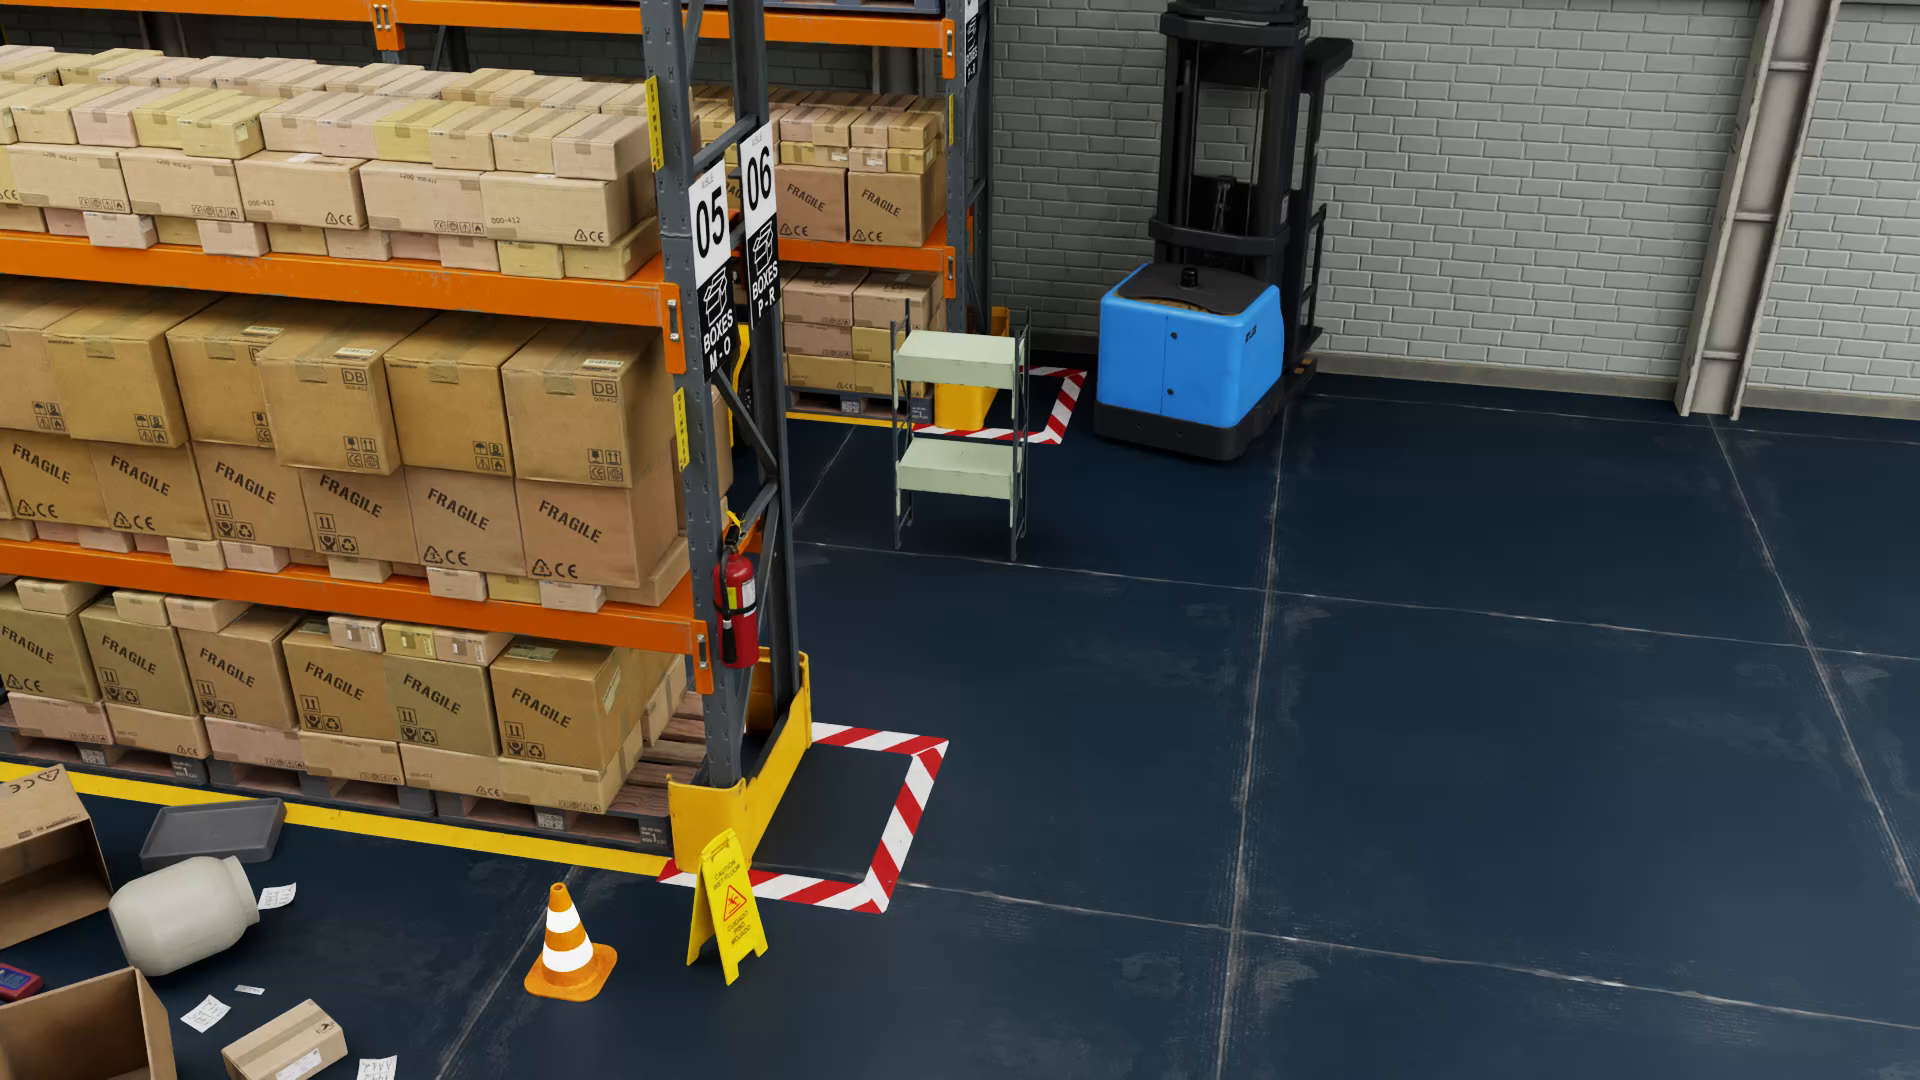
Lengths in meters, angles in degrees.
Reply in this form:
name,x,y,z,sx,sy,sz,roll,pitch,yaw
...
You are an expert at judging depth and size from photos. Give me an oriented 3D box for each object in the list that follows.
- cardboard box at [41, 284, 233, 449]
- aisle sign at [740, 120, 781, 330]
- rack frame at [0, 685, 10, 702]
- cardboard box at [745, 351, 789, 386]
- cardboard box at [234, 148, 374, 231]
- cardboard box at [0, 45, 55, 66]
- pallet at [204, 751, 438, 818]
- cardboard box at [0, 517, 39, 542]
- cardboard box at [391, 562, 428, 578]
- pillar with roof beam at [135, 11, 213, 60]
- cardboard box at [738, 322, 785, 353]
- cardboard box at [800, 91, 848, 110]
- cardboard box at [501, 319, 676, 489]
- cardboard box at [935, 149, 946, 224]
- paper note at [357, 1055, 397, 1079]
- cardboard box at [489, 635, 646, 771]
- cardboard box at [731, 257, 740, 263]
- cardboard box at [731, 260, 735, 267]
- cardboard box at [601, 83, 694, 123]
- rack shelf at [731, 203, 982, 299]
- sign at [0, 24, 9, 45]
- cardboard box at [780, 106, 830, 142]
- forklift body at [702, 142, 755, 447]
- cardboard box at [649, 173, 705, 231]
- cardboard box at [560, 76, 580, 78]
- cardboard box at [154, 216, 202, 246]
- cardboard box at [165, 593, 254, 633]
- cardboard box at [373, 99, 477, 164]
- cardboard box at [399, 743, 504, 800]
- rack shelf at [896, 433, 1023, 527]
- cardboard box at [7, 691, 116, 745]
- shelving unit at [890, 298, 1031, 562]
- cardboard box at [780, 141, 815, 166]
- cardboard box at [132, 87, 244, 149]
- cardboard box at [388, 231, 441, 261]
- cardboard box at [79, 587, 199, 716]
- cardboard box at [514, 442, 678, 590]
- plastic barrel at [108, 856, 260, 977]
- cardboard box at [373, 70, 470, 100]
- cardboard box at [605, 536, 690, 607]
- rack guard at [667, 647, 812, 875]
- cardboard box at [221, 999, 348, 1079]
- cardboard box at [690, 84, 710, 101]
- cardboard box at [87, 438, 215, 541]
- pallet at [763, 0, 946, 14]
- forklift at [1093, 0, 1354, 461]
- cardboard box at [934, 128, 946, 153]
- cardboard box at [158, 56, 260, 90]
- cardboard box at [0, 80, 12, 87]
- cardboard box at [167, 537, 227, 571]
name,x,y,z,sx,sy,sz,roll,pitch,yaw
cardboard box,-3.507,-0.790,7.277,0.500,0.500,0.700,5,29,9
aisle sign,-0.836,-1.326,7.004,0.004,0.787,0.394,6,29,11
rack frame,-4.873,-0.448,8.106,0.127,3.000,1.000,6,29,11
cardboard box,-1.425,-1.364,12.205,0.500,0.250,0.500,6,29,11
cardboard box,-2.518,-1.453,6.665,0.500,0.250,0.500,7,29,12
cardboard box,-4.247,-2.084,7.402,0.250,0.149,0.380,5,29,9
pallet,-3.012,0.947,8.462,1.213,0.211,1.003,6,29,11
cardboard box,-4.374,-0.154,7.832,0.250,0.149,0.380,7,29,12
cardboard box,-2.368,0.014,7.524,0.250,0.149,0.380,6,29,11
pillar with roof beam,-7.188,-4.083,8.498,0.400,9.000,9.100,6,29,11
cardboard box,-1.467,-1.575,12.070,0.500,0.250,0.500,5,29,9
cardboard box,-0.961,-3.065,11.797,0.250,0.149,0.380,6,29,11
cardboard box,-1.506,-0.608,6.944,0.500,0.500,0.700,5,29,9
cardboard box,-0.355,-2.602,11.937,0.500,0.500,0.500,7,29,12
paper note,-2.301,2.096,6.552,0.142,0.019,0.148,-4,29,-7
cardboard box,-1.799,0.688,7.676,0.500,0.500,0.500,6,29,11
cardboard box,-1.835,-2.090,12.491,0.500,0.250,0.500,5,29,10
cardboard box,-1.934,-1.843,12.040,0.500,0.250,0.500,5,29,10
cardboard box,-1.266,-1.733,6.762,0.250,0.149,0.380,6,29,10
rack shelf,-1.884,-2.263,12.171,4.000,0.370,1.077,6,29,11
sign,-7.639,-3.949,13.296,0.005,0.325,0.100,6,29,11
cardboard box,-1.060,-2.857,11.419,0.250,0.149,0.380,6,29,11
forklift body,-2.164,-1.339,10.618,1.214,2.155,2.313,6,29,11
cardboard box,-1.218,-1.438,7.053,0.250,0.149,0.380,6,29,11
cardboard box,-2.966,-3.283,12.196,0.250,0.149,0.380,6,29,10
cardboard box,-3.109,-1.352,6.895,0.250,0.149,0.380,6,29,11
cardboard box,-3.476,0.264,7.777,0.250,0.149,0.380,8,30,13
cardboard box,-2.088,-1.608,6.533,0.250,0.149,0.380,6,29,11
cardboard box,-2.313,0.965,7.952,0.500,0.250,0.500,6,29,11
rack shelf,0.007,-0.371,10.207,0.720,0.370,0.431,6,29,11
cardboard box,-4.352,0.760,8.326,0.500,0.250,0.500,5,29,8
shelving unit,0.007,-0.657,10.051,0.755,1.500,0.431,6,29,11
cardboard box,-1.063,-2.706,11.452,0.250,0.149,0.380,6,29,10
cardboard box,-3.095,-1.701,6.703,0.250,0.149,0.380,6,29,12
cardboard box,-2.105,-1.266,6.738,0.250,0.149,0.380,6,29,11
cardboard box,-3.826,0.479,8.058,0.500,0.500,0.500,7,29,13
cardboard box,-1.549,-0.146,7.141,0.500,0.500,0.500,5,29,10
plastic barrel,-3.297,1.587,7.072,0.512,0.421,0.421,-21,35,-33
cardboard box,-2.239,-1.845,6.967,0.250,0.149,0.380,6,29,10
cardboard box,-1.371,0.126,7.319,0.250,0.149,0.380,7,29,12
rack guard,-1.035,1.042,7.988,0.348,0.500,1.175,6,29,11
cardboard box,-2.664,2.021,6.565,0.250,0.149,0.380,23,36,36
cardboard box,-1.978,-3.164,11.979,0.250,0.149,0.380,7,29,12
cardboard box,-3.517,-0.351,7.516,0.500,0.500,0.500,6,29,10
pallet,-0.614,-3.738,11.085,1.213,0.211,1.003,6,29,11
forklift,2.058,-2.501,11.928,1.130,2.935,3.031,14,32,24
cardboard box,-0.206,-2.862,11.737,0.250,0.149,0.380,5,29,9
cardboard box,-3.234,-1.975,7.204,0.250,0.149,0.380,6,29,11
cardboard box,-4.116,-1.775,6.838,0.250,0.149,0.380,5,29,9
cardboard box,-3.383,-0.023,7.591,0.250,0.149,0.380,6,29,11
